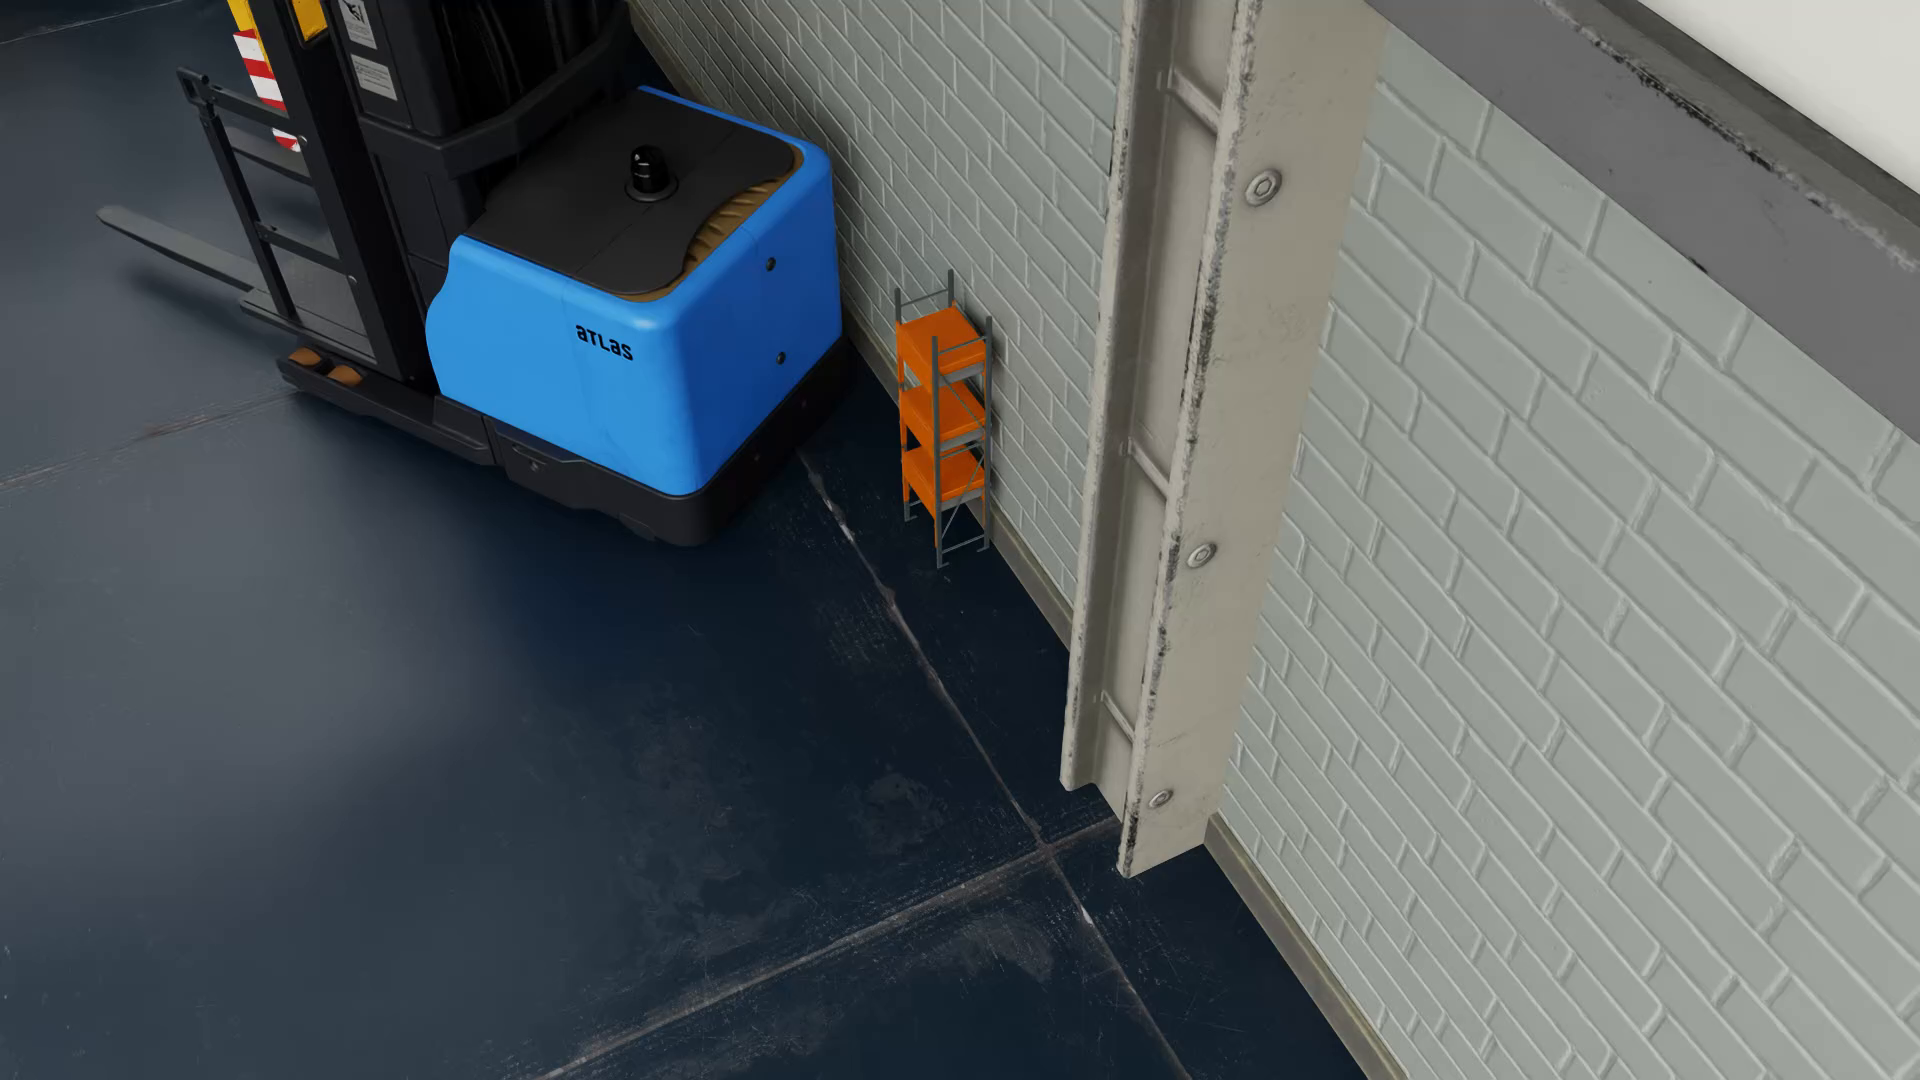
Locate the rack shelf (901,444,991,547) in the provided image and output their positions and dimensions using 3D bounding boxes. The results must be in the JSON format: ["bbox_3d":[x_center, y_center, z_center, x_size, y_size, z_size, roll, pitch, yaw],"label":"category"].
[{"bbox_3d":[-0.047,-0.176,5.589,0.215,0.259,0.240,-22,52,-18],"label":"rack shelf"}]

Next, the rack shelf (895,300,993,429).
[{"bbox_3d":[-0.050,-0.545,5.165,0.215,0.259,0.240,-22,52,-18],"label":"rack shelf"}]

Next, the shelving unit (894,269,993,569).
[{"bbox_3d":[-0.049,-0.365,5.371,0.215,1.050,0.252,-22,52,-18],"label":"shelving unit"}]

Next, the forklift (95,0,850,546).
[{"bbox_3d":[-1.946,-1.770,5.351,3.031,2.935,1.130,23,53,19],"label":"forklift"}]

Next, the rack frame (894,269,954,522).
[{"bbox_3d":[-0.106,-0.446,5.442,0.200,1.050,0.008,-22,52,-18],"label":"rack frame"}]

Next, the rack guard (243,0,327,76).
[{"bbox_3d":[-2.687,-2.577,7.672,1.175,0.500,0.348,-21,52,-18],"label":"rack guard"}]

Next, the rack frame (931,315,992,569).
[{"bbox_3d":[0.008,-0.284,5.300,0.200,1.050,0.008,-22,52,-18],"label":"rack frame"}]

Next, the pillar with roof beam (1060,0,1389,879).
[{"bbox_3d":[-3.297,-0.669,0.357,9.100,9.000,0.400,-21,52,-18],"label":"pillar with roof beam"}]

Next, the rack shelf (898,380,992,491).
[{"bbox_3d":[-0.049,-0.358,5.379,0.215,0.259,0.240,-22,52,-18],"label":"rack shelf"}]
